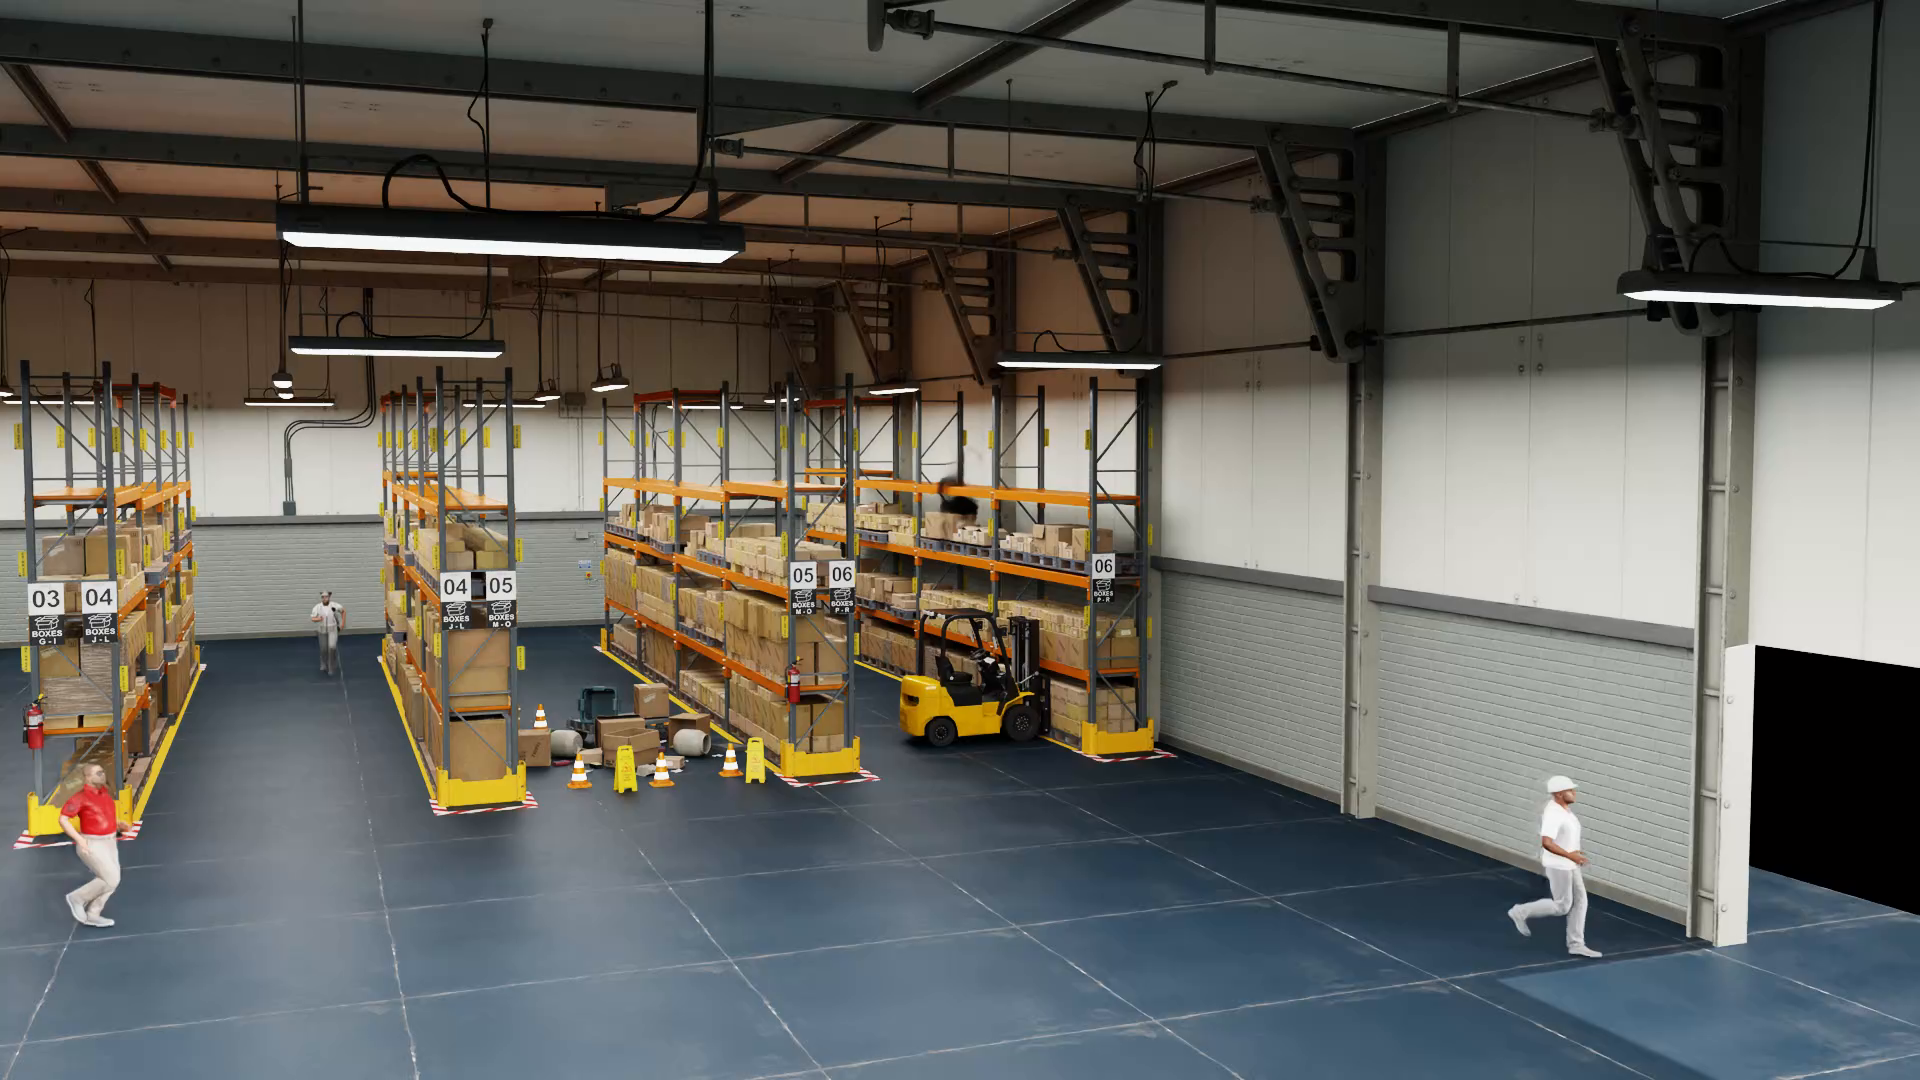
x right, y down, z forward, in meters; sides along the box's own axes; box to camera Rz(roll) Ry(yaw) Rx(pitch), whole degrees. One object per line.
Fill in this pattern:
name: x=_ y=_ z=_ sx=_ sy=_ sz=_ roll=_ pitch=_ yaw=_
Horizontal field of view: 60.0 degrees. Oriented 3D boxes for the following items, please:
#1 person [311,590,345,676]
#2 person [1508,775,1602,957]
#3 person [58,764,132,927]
person: x=-13.535 y=1.982 z=35.635 sx=0.672 sy=1.844 sz=0.929 roll=-1 pitch=4 yaw=-14
person: x=5.821 y=3.162 z=16.215 sx=0.868 sy=1.751 sz=0.697 roll=2 pitch=4 yaw=31
person: x=-8.821 y=3.134 z=17.065 sx=0.591 sy=1.682 sz=0.658 roll=0 pitch=3 yaw=2
